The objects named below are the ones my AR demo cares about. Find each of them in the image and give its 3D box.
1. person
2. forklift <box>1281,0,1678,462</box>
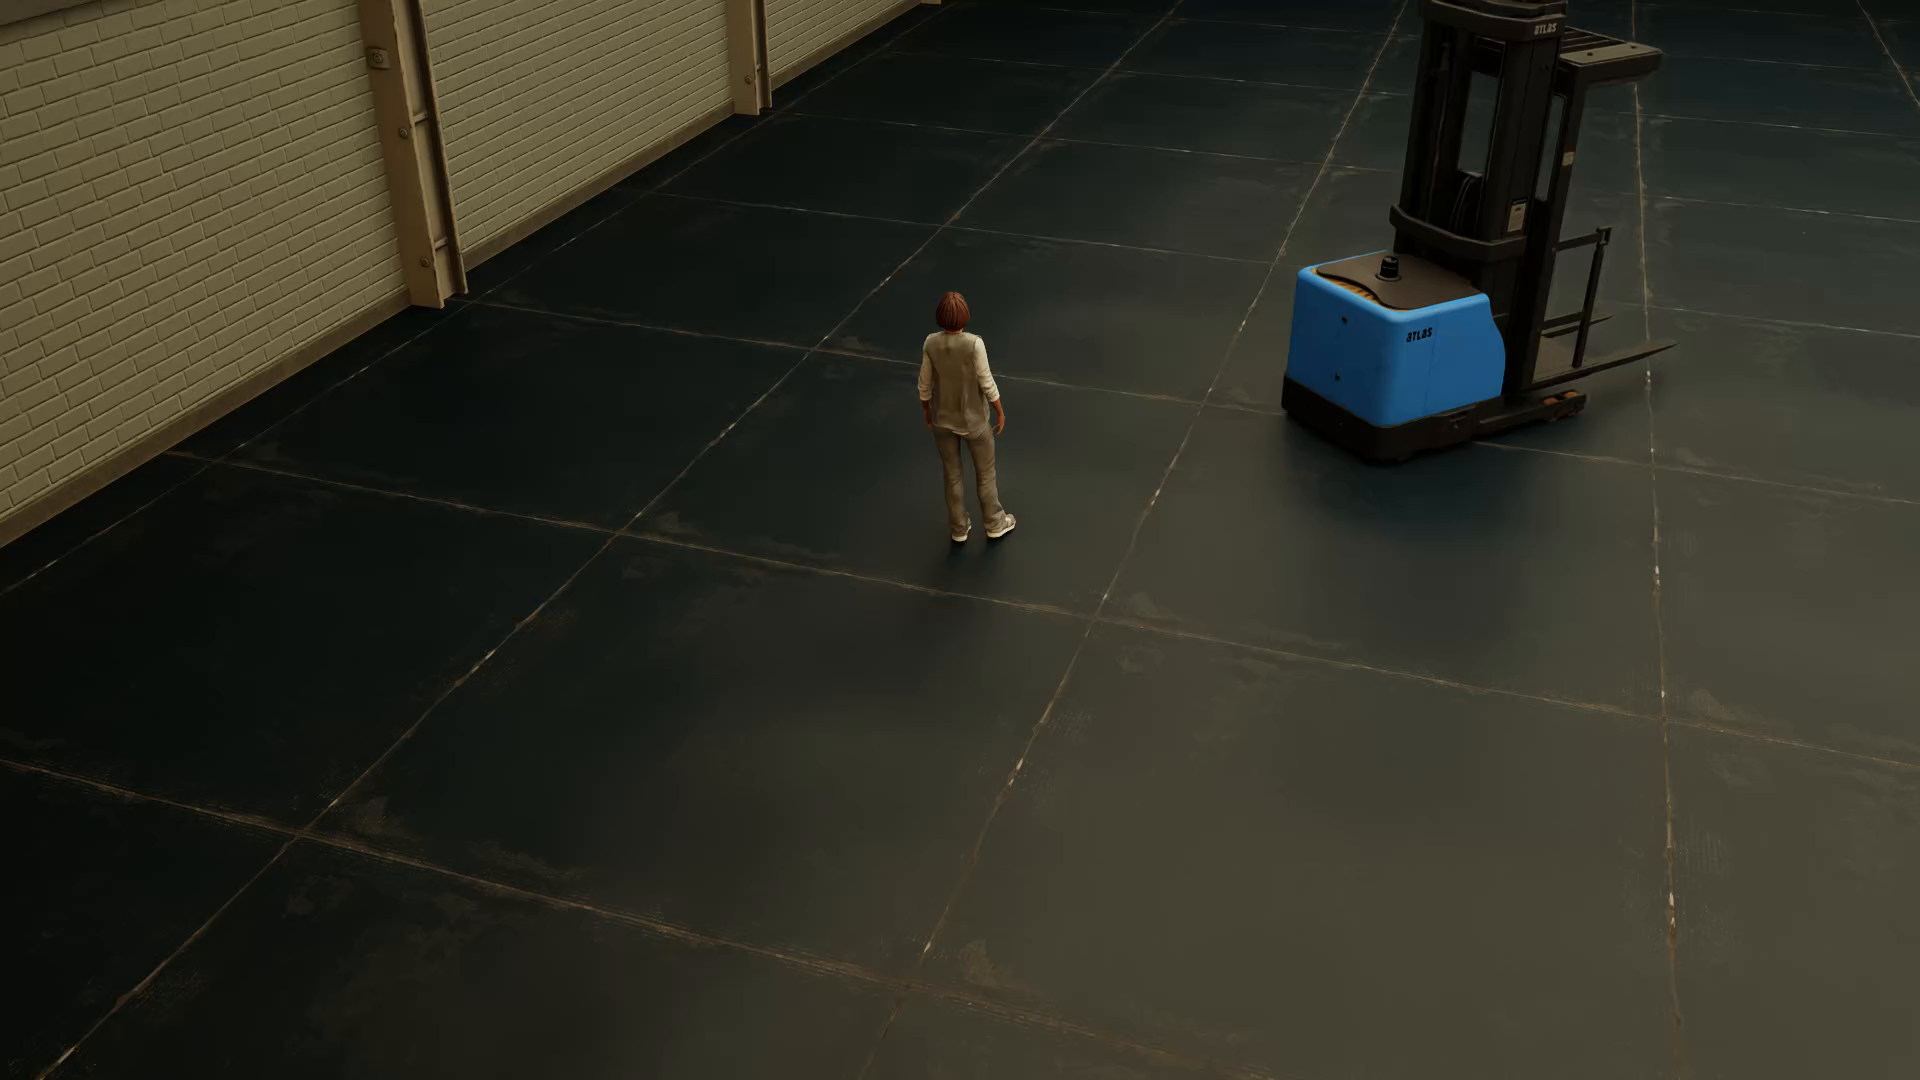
[{"bbox_3d":[0.037,-0.733,9.755,0.521,1.599,0.473,10,31,16],"label":"person"},{"bbox_3d":[3.779,-2.305,11.180,3.031,2.935,1.130,-15,33,-25],"label":"forklift"}]
